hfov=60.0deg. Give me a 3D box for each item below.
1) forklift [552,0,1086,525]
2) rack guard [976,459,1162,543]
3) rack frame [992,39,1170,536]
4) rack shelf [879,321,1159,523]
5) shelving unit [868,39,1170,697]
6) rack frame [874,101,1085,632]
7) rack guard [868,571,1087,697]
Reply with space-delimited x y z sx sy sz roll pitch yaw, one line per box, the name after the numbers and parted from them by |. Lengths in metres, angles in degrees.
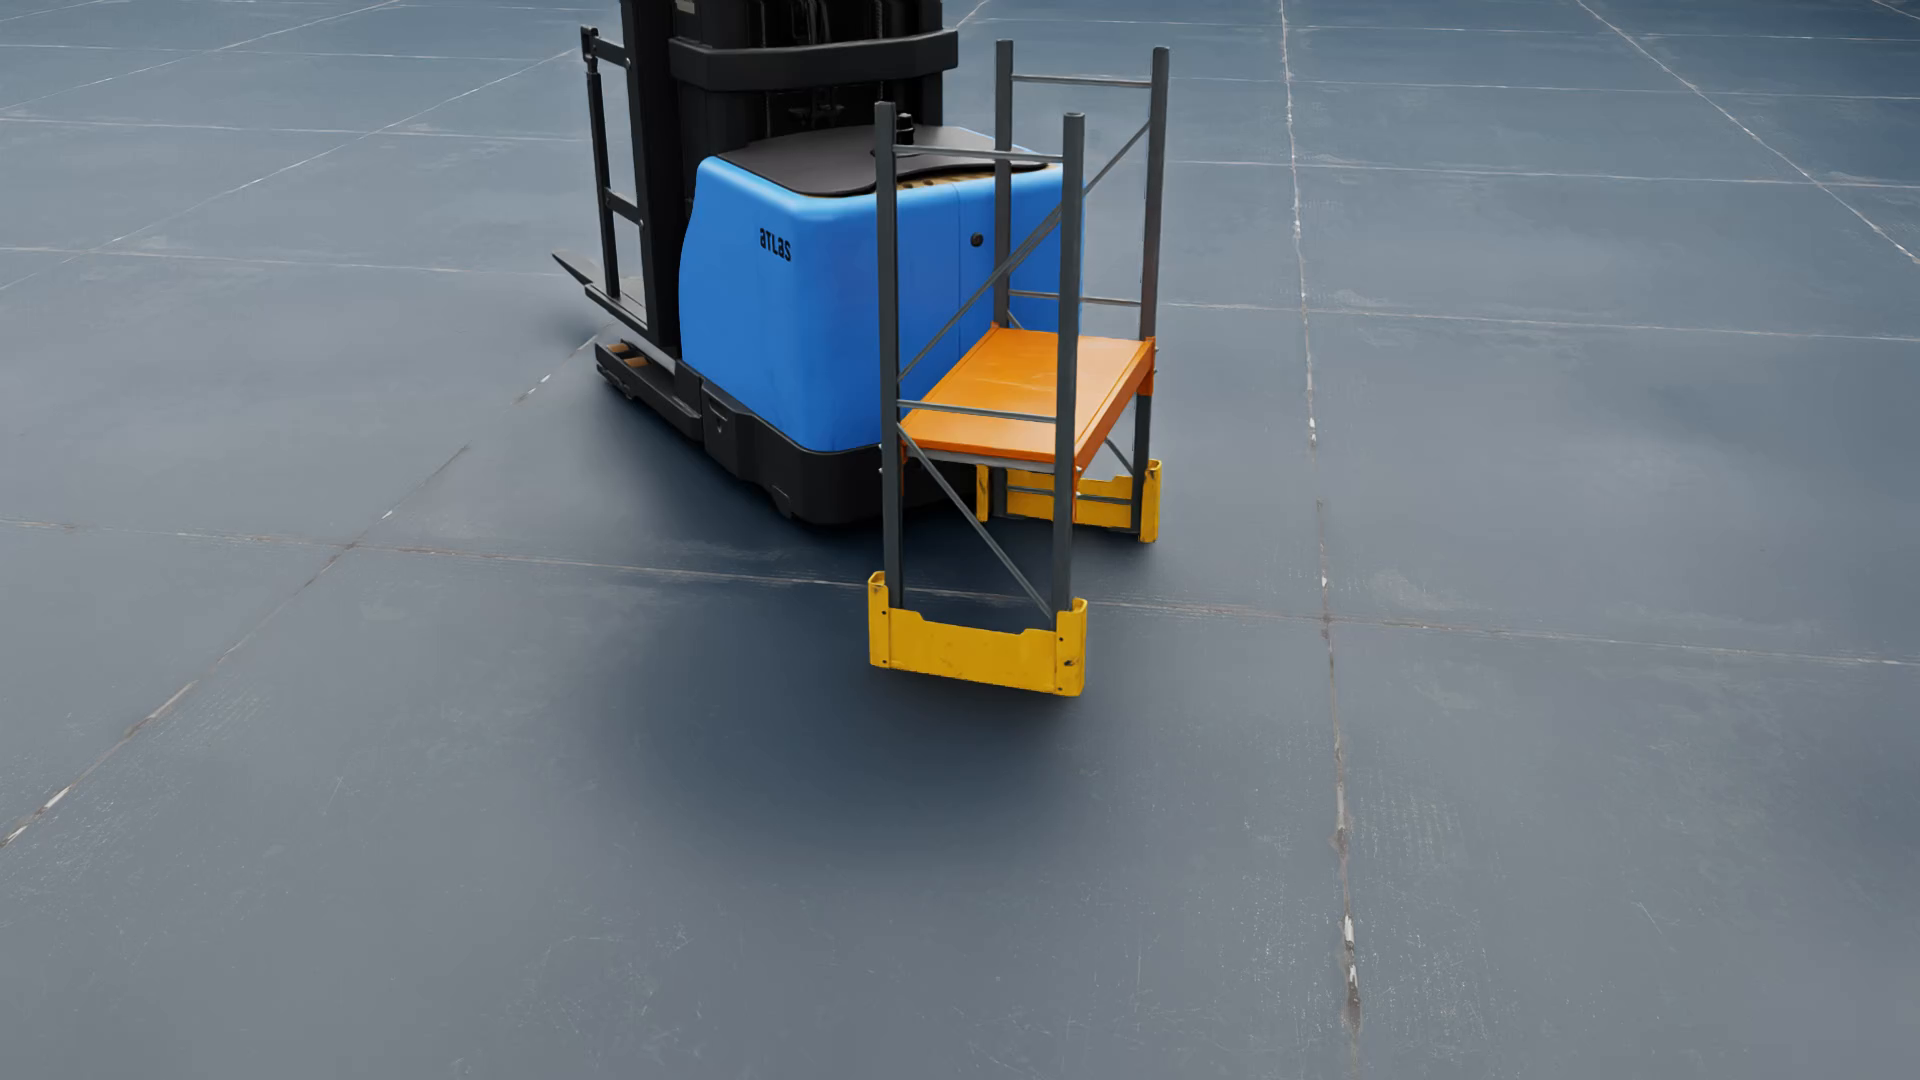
-0.776 -1.956 5.972 1.130 2.935 3.031 -14 29 -28 | forklift
0.341 -0.155 5.286 0.587 0.250 0.087 8 26 16 | rack guard
0.347 -0.729 5.037 0.500 1.500 0.032 8 26 16 | rack frame
0.194 -0.360 4.674 0.538 0.185 1.000 8 26 16 | rack shelf
0.192 -0.519 4.590 0.587 1.500 1.083 8 26 16 | shelving unit
0.042 -0.317 4.159 0.500 1.500 0.032 8 26 16 | rack frame
0.042 0.248 4.425 0.587 0.250 0.087 8 26 16 | rack guard
